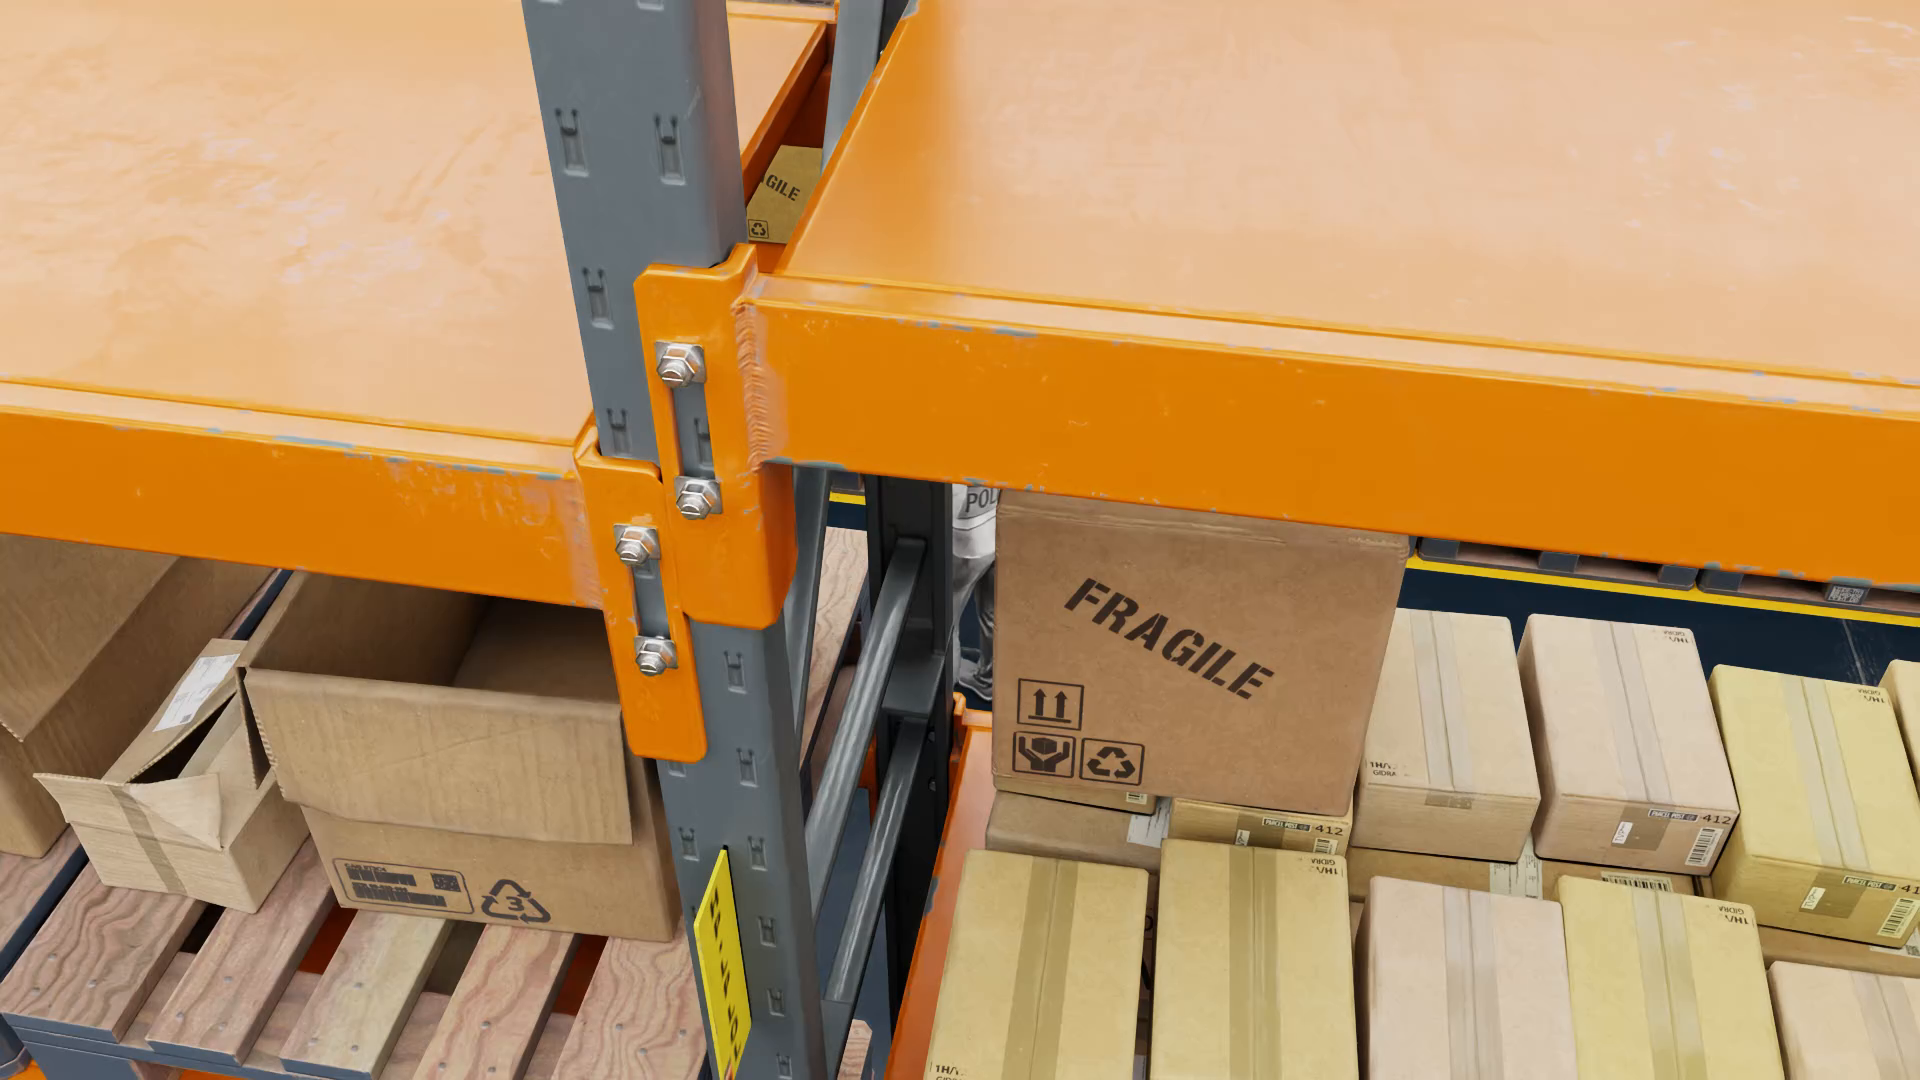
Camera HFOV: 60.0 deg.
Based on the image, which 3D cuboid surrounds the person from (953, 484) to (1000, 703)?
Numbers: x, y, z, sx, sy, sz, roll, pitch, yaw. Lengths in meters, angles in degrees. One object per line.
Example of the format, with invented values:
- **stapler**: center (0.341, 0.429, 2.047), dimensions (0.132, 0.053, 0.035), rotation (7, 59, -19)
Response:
- **person**: center (0.046, -0.001, 6.371), dimensions (0.528, 1.690, 0.343), rotation (-30, 49, -30)
